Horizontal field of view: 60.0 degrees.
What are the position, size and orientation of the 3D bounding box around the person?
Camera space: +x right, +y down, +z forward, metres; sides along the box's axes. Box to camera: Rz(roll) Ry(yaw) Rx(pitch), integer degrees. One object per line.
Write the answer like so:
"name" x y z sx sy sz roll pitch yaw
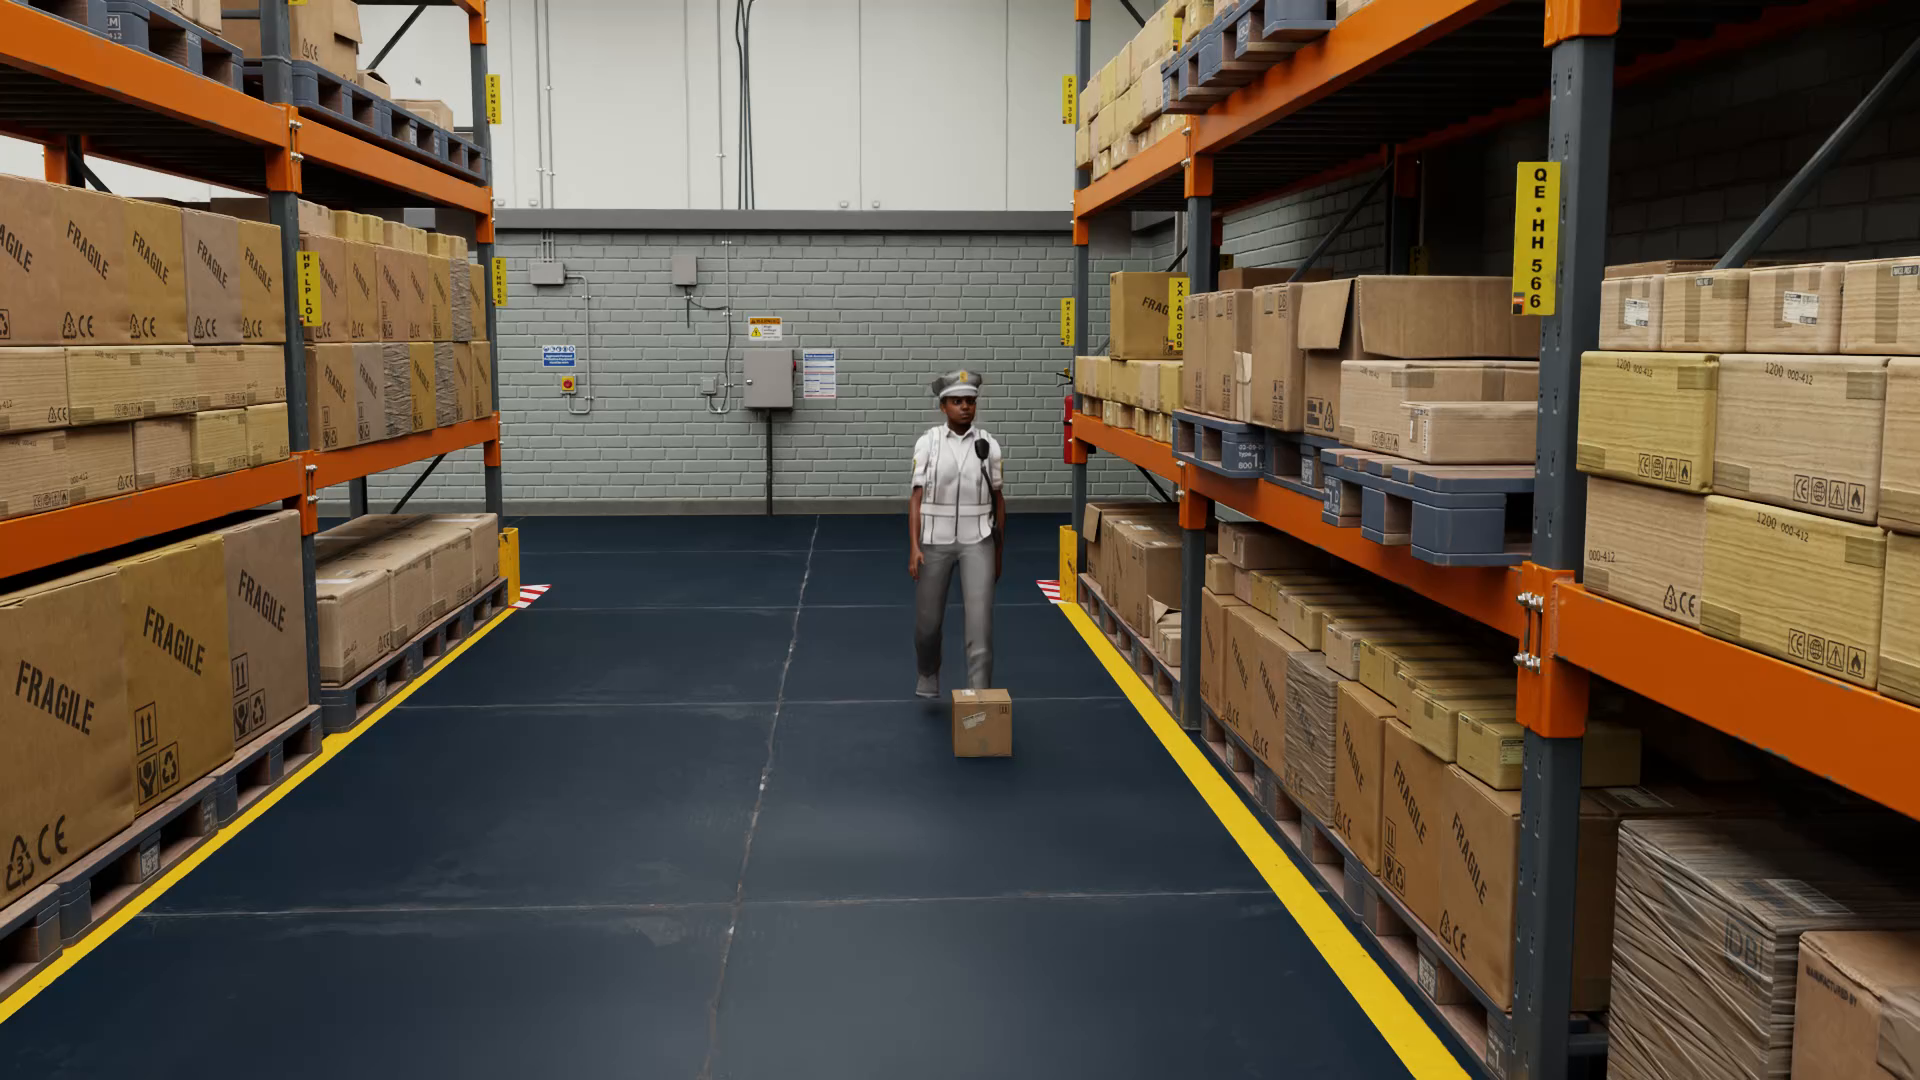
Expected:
"person" -0.011 0.031 7.828 0.458 1.659 0.842 0 7 0
